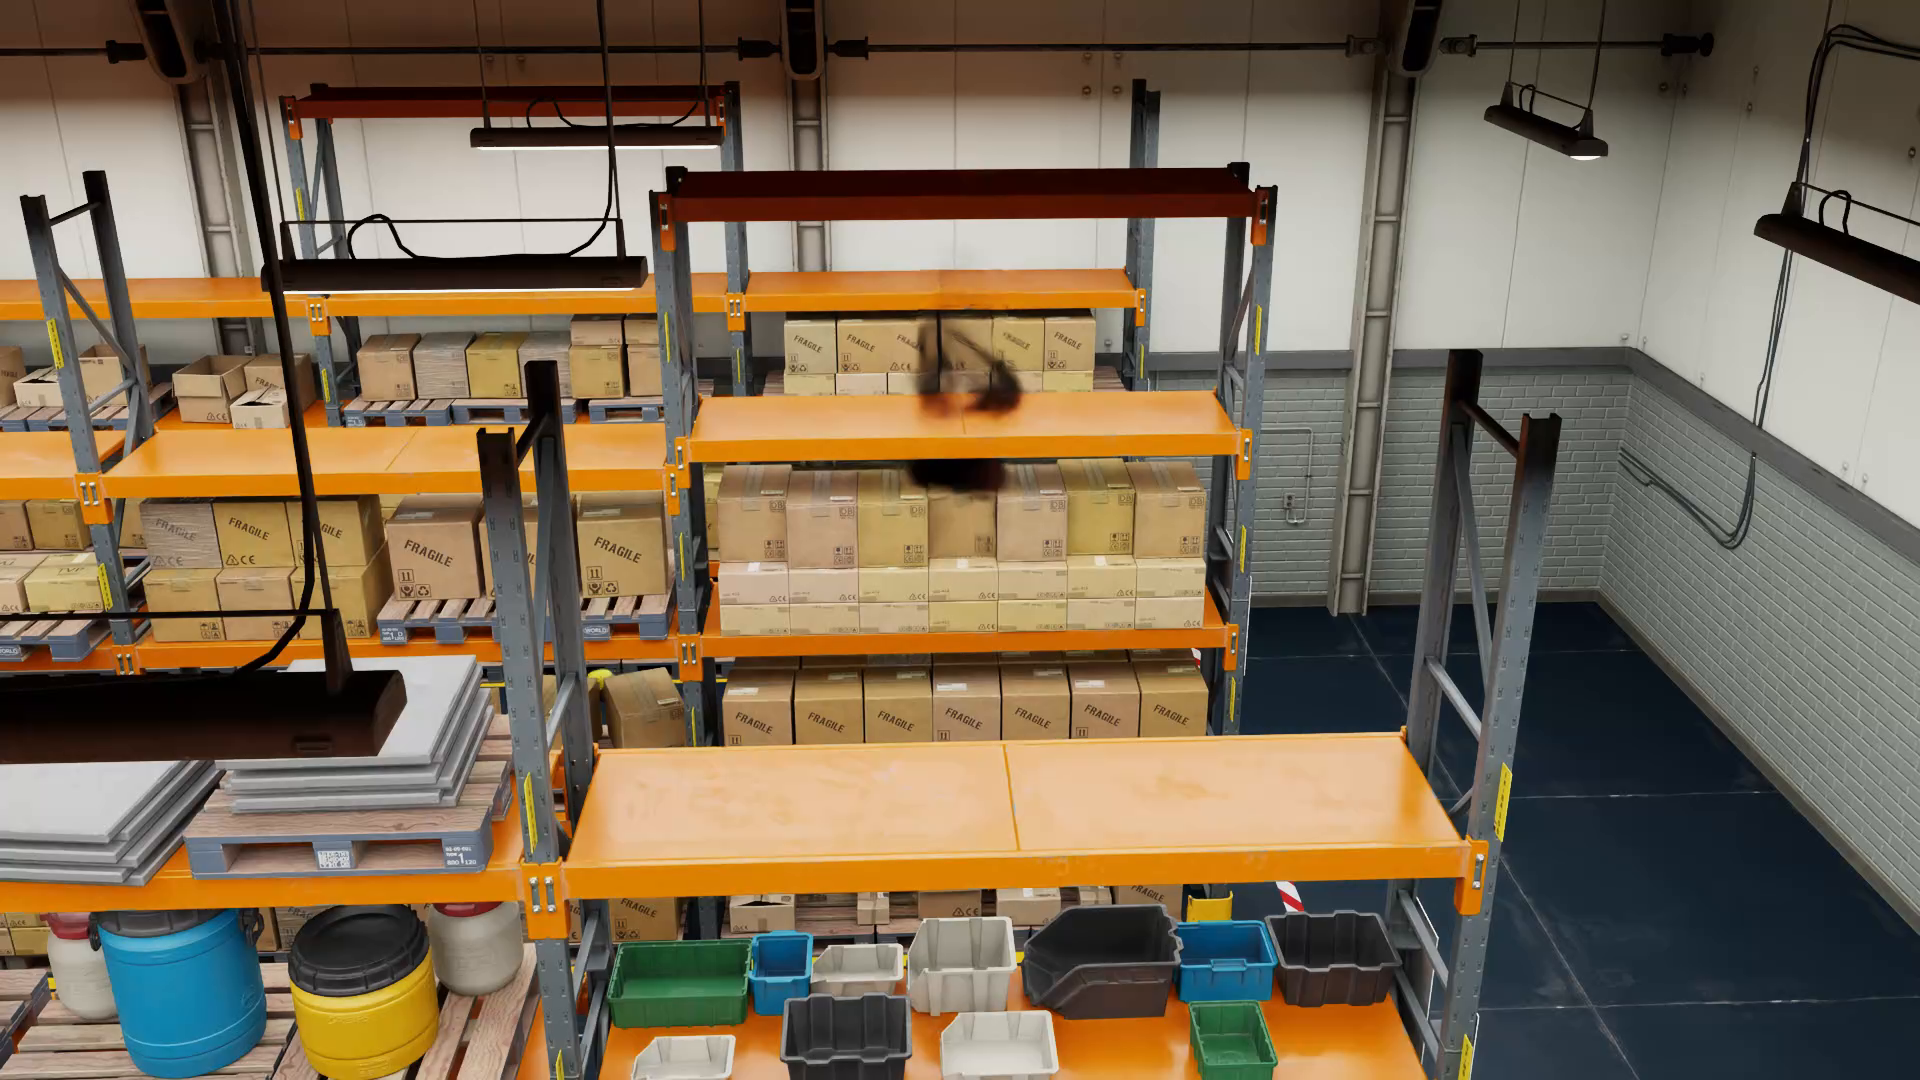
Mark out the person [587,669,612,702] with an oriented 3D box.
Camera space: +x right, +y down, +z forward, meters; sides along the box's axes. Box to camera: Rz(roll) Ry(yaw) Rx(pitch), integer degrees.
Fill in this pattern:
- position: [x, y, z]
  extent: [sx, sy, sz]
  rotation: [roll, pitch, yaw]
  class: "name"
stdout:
- position: [-2.879, 1.790, 14.648]
  extent: [0.828, 1.573, 0.734]
  rotation: [-9, 24, -21]
  class: "person"
